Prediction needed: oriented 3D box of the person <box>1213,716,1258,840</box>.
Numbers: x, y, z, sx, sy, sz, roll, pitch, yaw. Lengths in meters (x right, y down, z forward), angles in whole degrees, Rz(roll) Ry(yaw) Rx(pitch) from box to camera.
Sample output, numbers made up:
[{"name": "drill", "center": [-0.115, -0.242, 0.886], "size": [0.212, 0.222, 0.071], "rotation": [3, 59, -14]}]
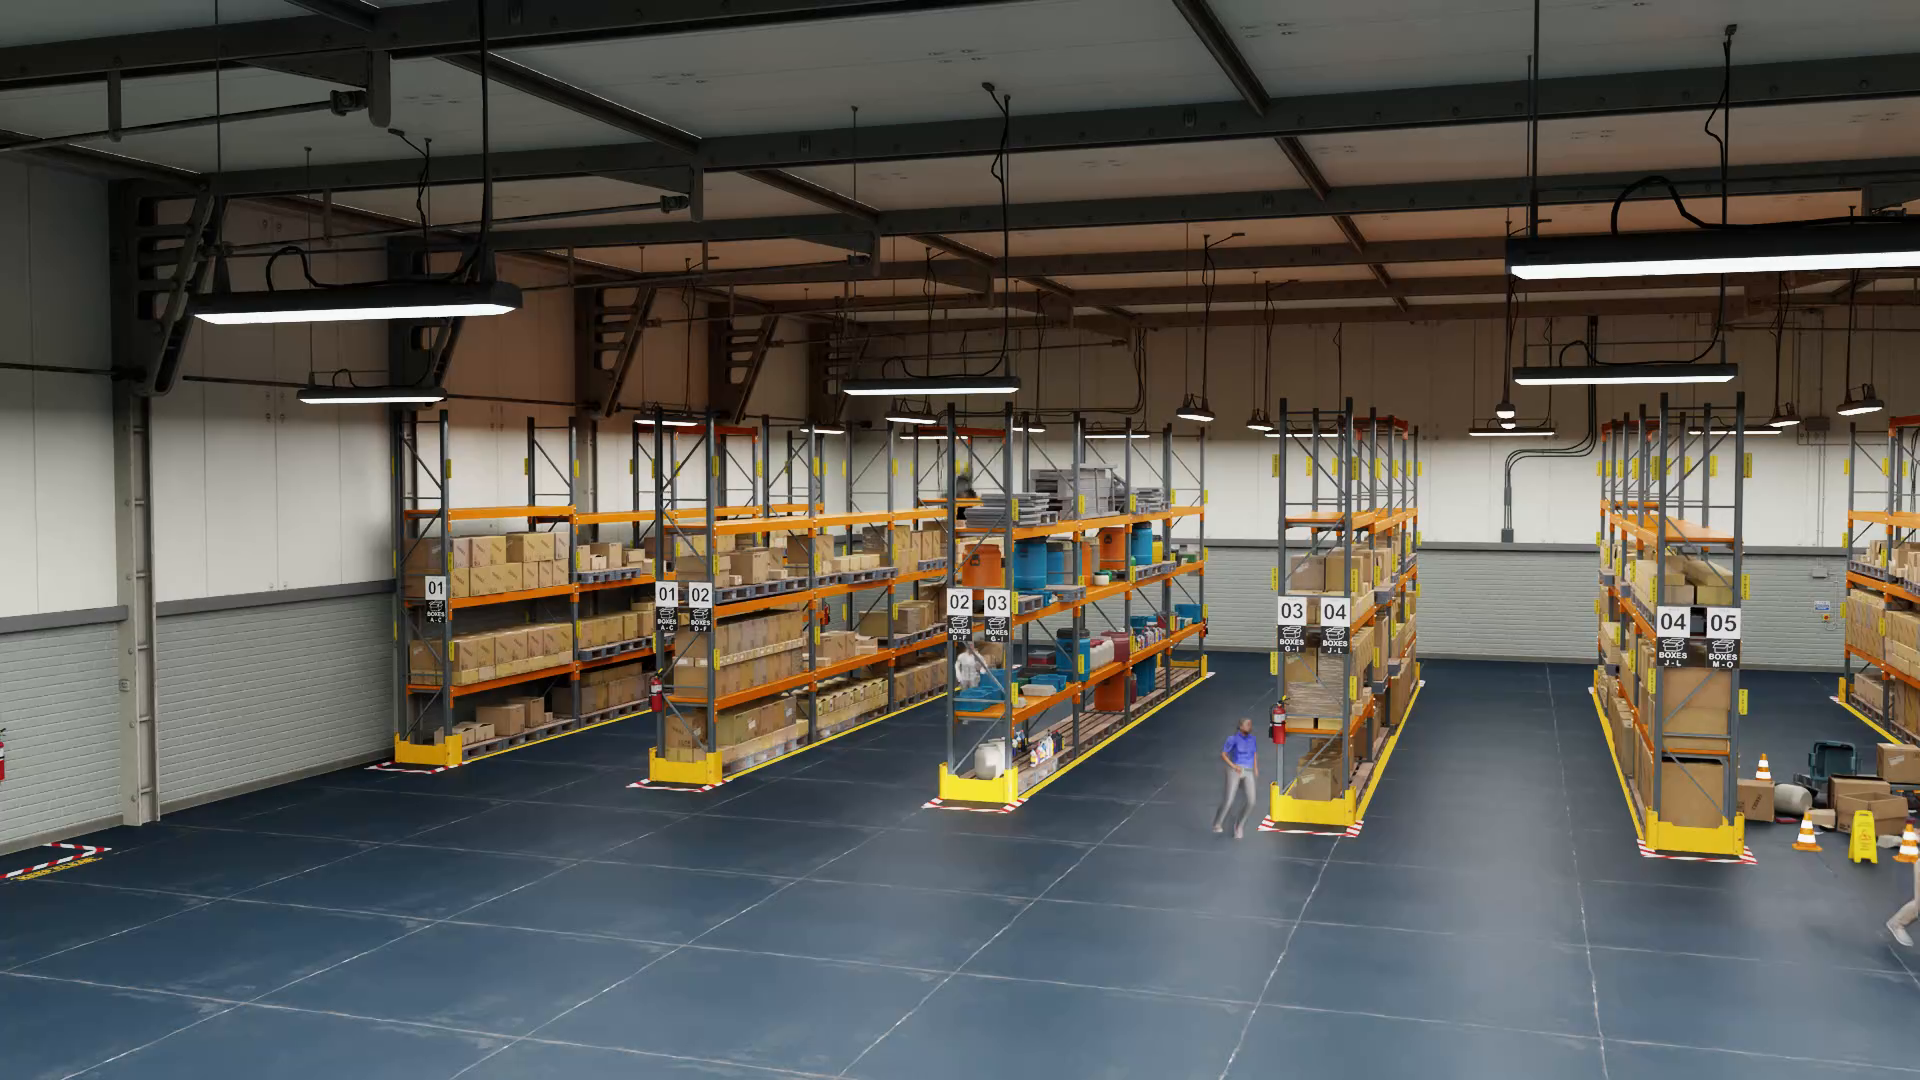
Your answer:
[{"name": "person", "center": [3.822, 3.229, 22.635], "size": [0.656, 1.656, 0.661], "rotation": [-1, 3, -18]}]

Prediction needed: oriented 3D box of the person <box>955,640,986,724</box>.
[{"name": "person", "center": [0.203, 2.777, 32.858], "size": [0.641, 1.666, 0.626], "rotation": [0, 2, 6]}]

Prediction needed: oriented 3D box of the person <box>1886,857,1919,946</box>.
[{"name": "person", "center": [9.978, 3.443, 17.032], "size": [0.677, 1.791, 0.952], "rotation": [-1, 3, -26]}]
